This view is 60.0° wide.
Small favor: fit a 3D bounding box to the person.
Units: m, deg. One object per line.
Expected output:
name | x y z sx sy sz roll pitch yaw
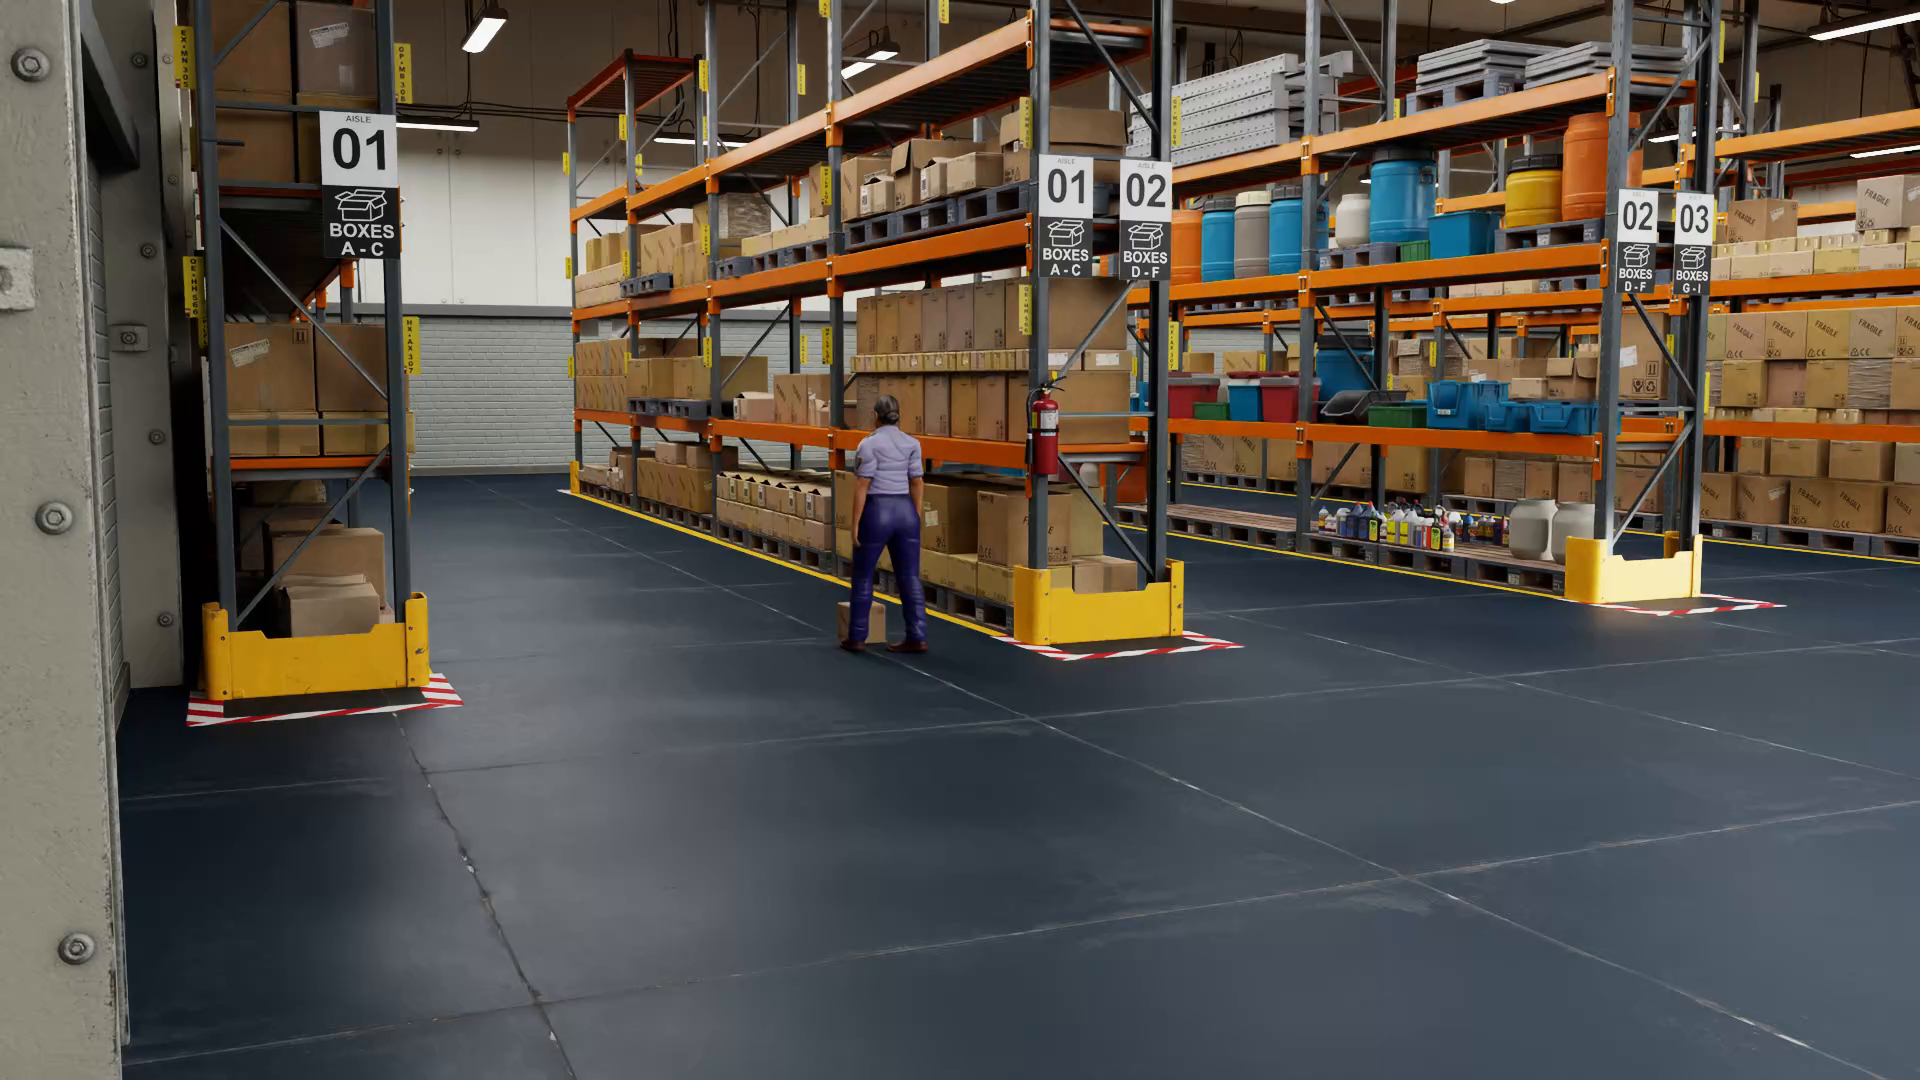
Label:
person | -0.510 -0.105 10.672 0.491 1.654 0.548 -3 6 -29
